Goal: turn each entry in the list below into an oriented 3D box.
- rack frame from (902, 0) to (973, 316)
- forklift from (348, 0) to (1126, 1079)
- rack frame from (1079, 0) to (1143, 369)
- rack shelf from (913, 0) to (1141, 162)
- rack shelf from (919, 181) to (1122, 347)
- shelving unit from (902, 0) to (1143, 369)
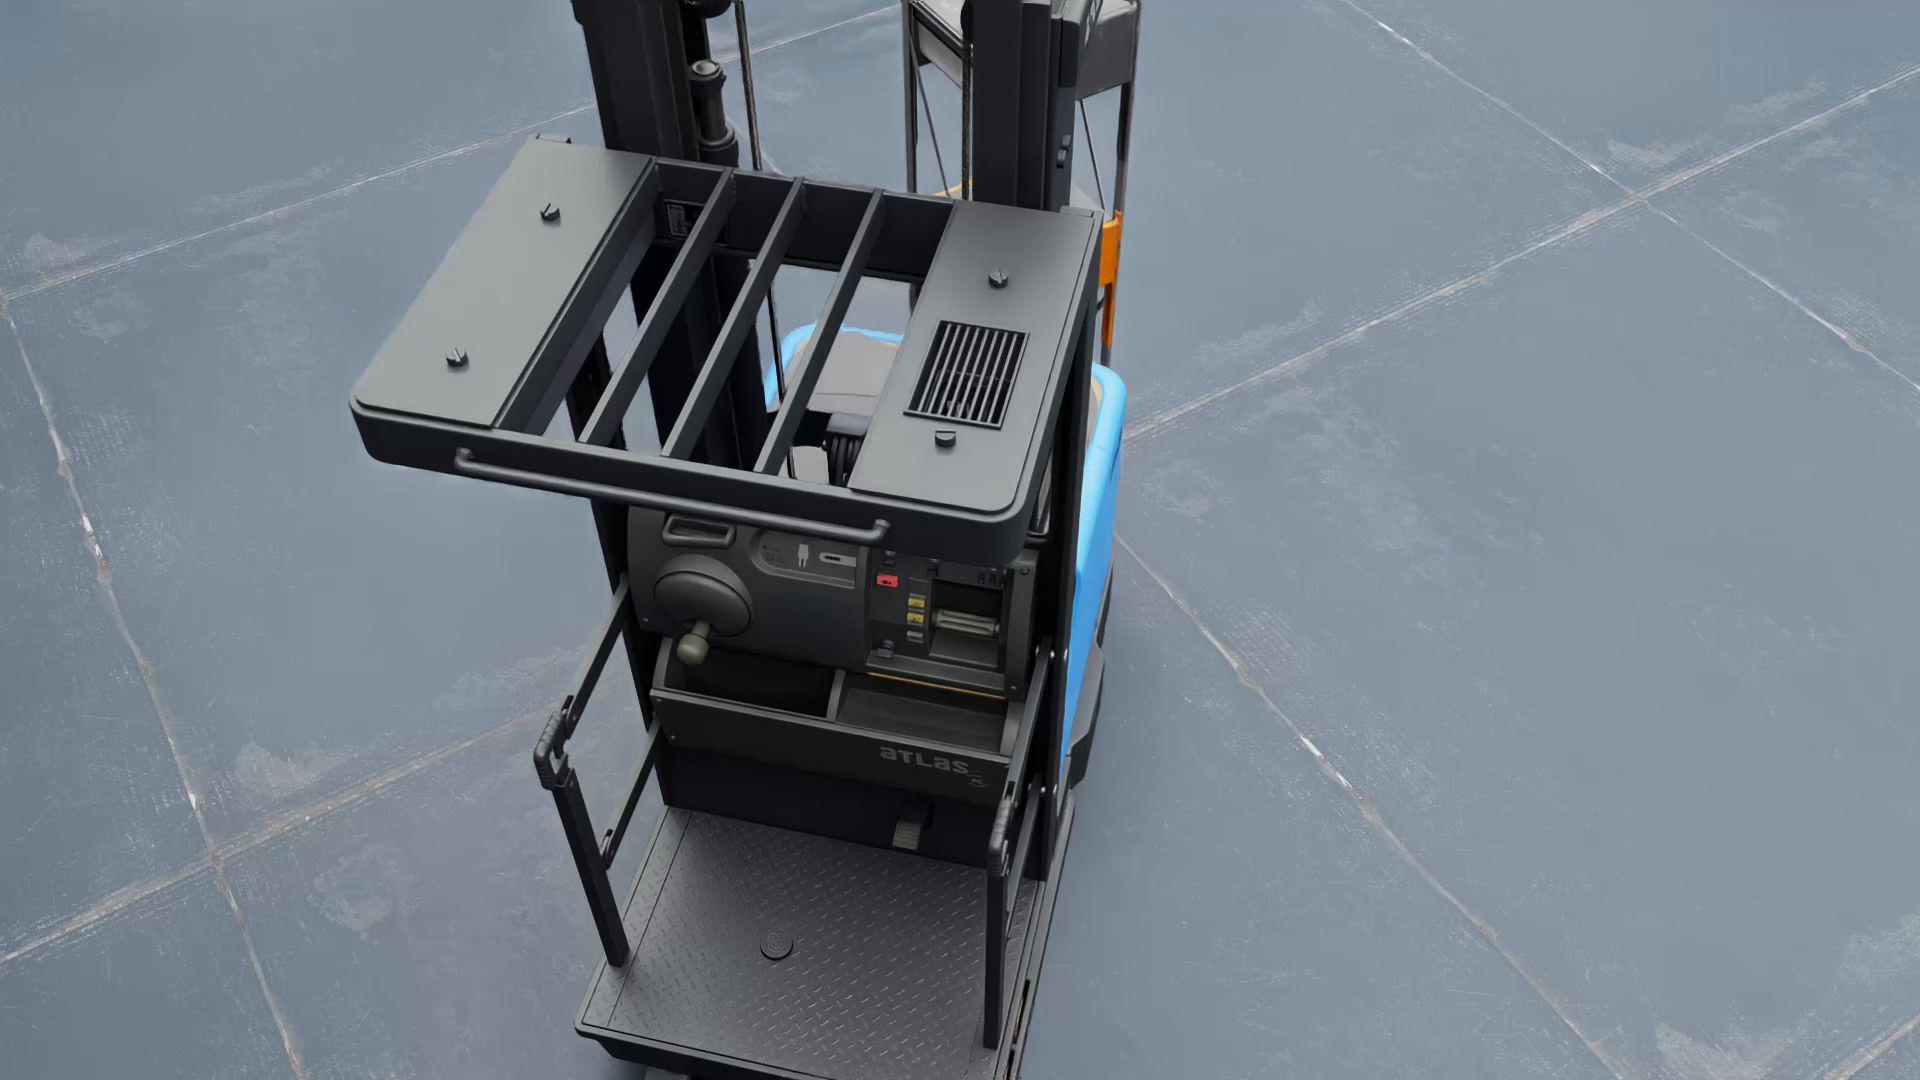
[{"bbox_3d":[-0.045,-0.734,4.997,0.015,2.100,0.400,-25,53,-21],"label":"rack frame"},{"bbox_3d":[-0.341,0.235,3.578,1.130,2.935,3.031,10,49,9],"label":"forklift"},{"bbox_3d":[0.369,-0.926,5.169,0.015,2.100,0.400,-25,53,-21],"label":"rack frame"},{"bbox_3d":[0.162,-1.287,4.571,0.480,0.518,0.431,-25,53,-21],"label":"rack shelf"},{"bbox_3d":[0.162,-0.821,5.093,0.480,0.518,0.431,-25,53,-21],"label":"rack shelf"},{"bbox_3d":[0.162,-0.830,5.083,0.503,2.100,0.431,-25,53,-21],"label":"shelving unit"}]
